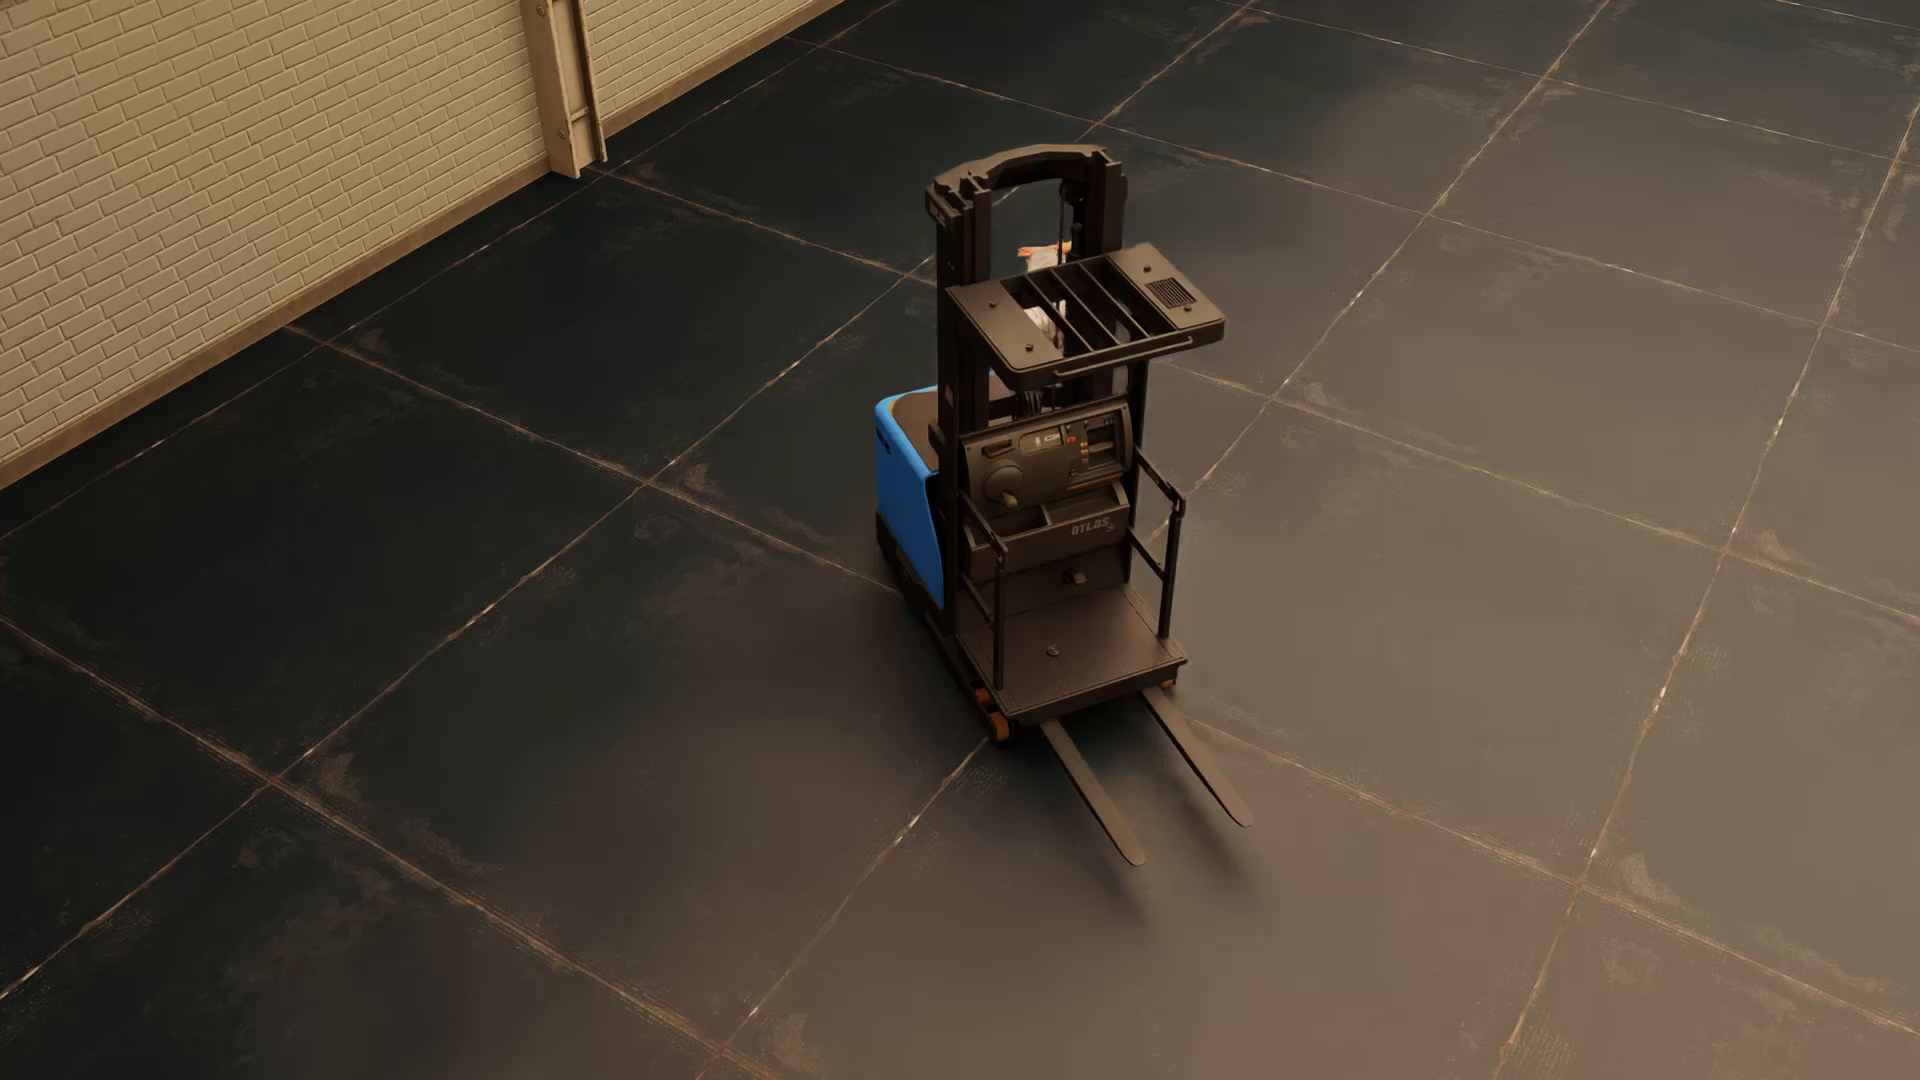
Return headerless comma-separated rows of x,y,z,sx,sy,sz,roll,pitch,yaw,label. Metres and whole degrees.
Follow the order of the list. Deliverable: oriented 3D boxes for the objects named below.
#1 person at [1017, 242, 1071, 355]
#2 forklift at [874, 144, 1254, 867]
0.429,-1.276,10.631,0.984,1.472,0.957,10,41,11,person
0.546,-0.353,8.383,1.130,2.935,3.031,-16,43,-18,forklift
